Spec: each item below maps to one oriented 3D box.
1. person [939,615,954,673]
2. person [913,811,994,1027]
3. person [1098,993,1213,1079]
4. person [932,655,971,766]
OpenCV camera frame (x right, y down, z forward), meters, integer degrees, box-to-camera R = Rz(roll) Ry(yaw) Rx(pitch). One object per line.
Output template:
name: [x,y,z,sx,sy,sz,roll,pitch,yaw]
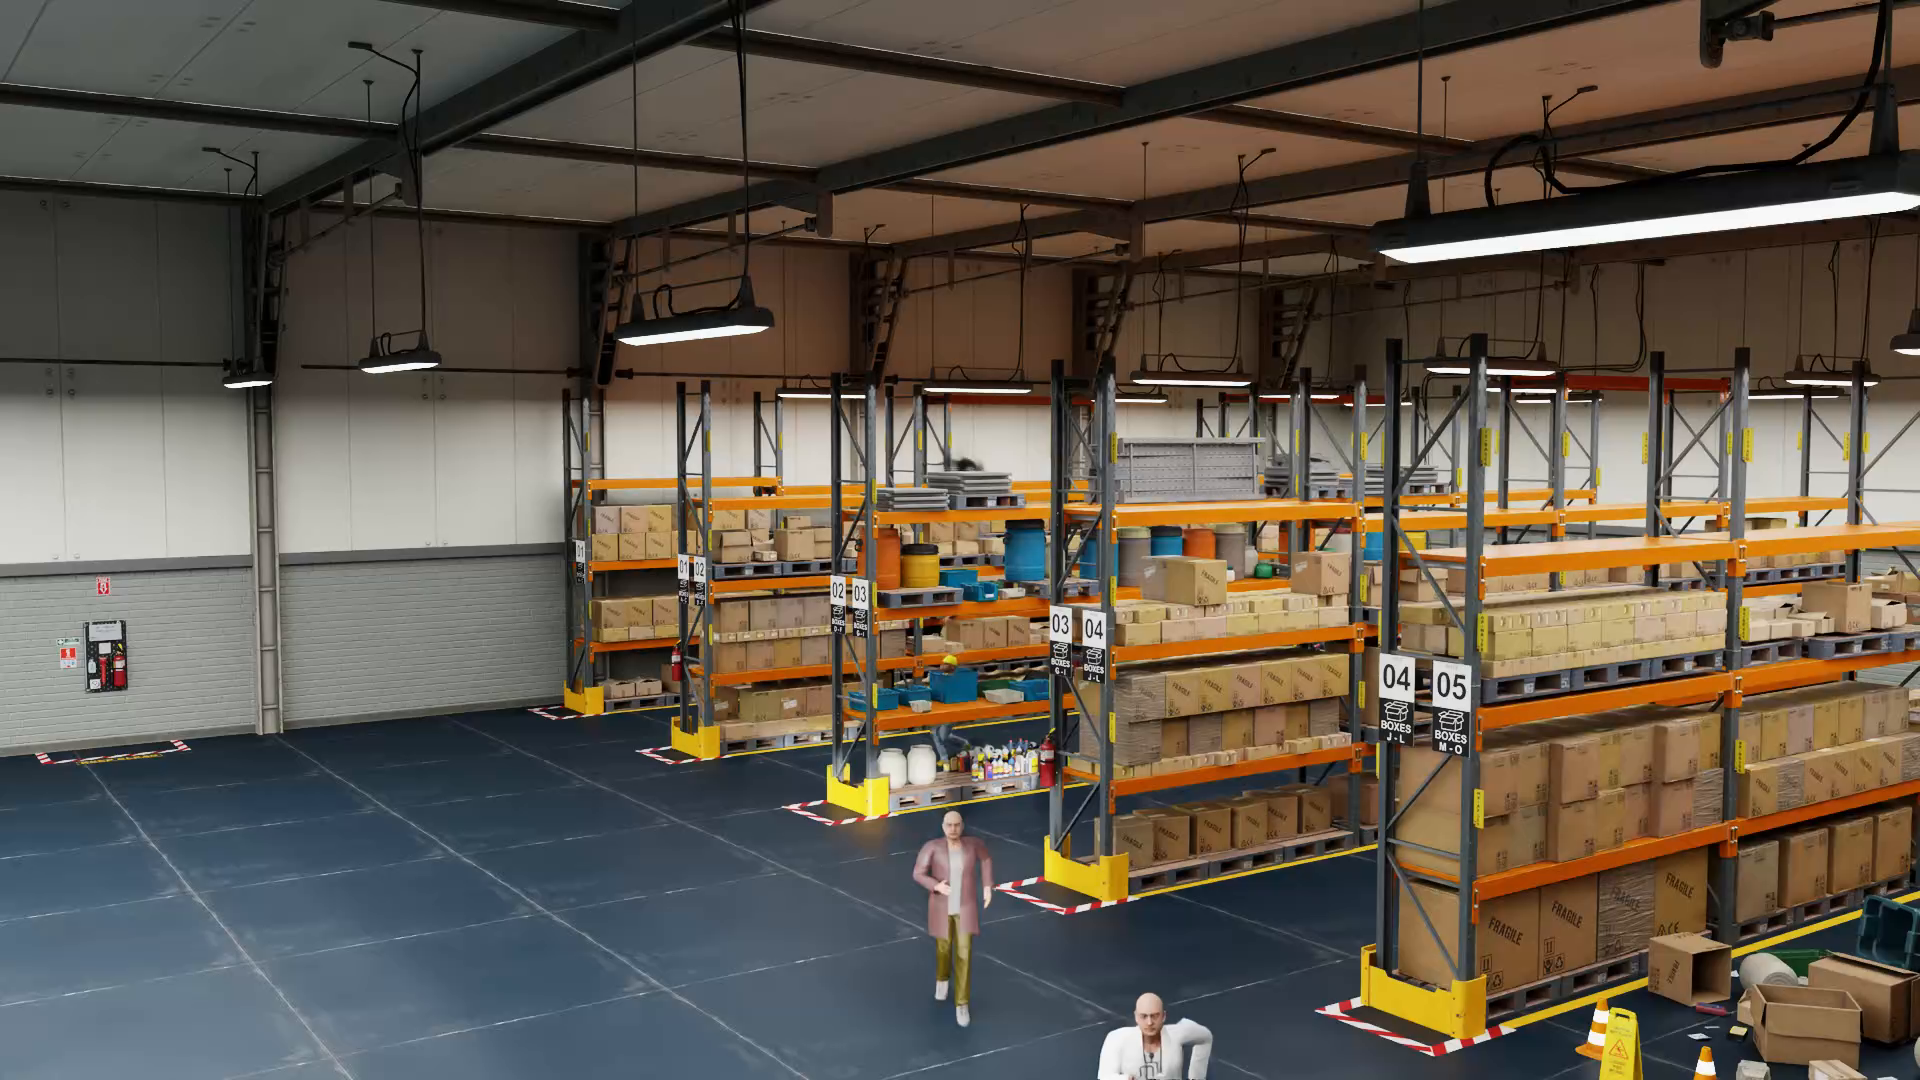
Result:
person: [-0.248,2.229,32.655,0.520,1.626,0.556,-3,5,-38]
person: [-0.056,3.318,14.864,0.736,1.834,0.903,0,4,-3]
person: [1.203,3.618,10.294,0.673,1.727,0.895,1,4,13]
person: [-0.173,2.637,25.715,0.576,1.715,0.698,-2,4,-34]
